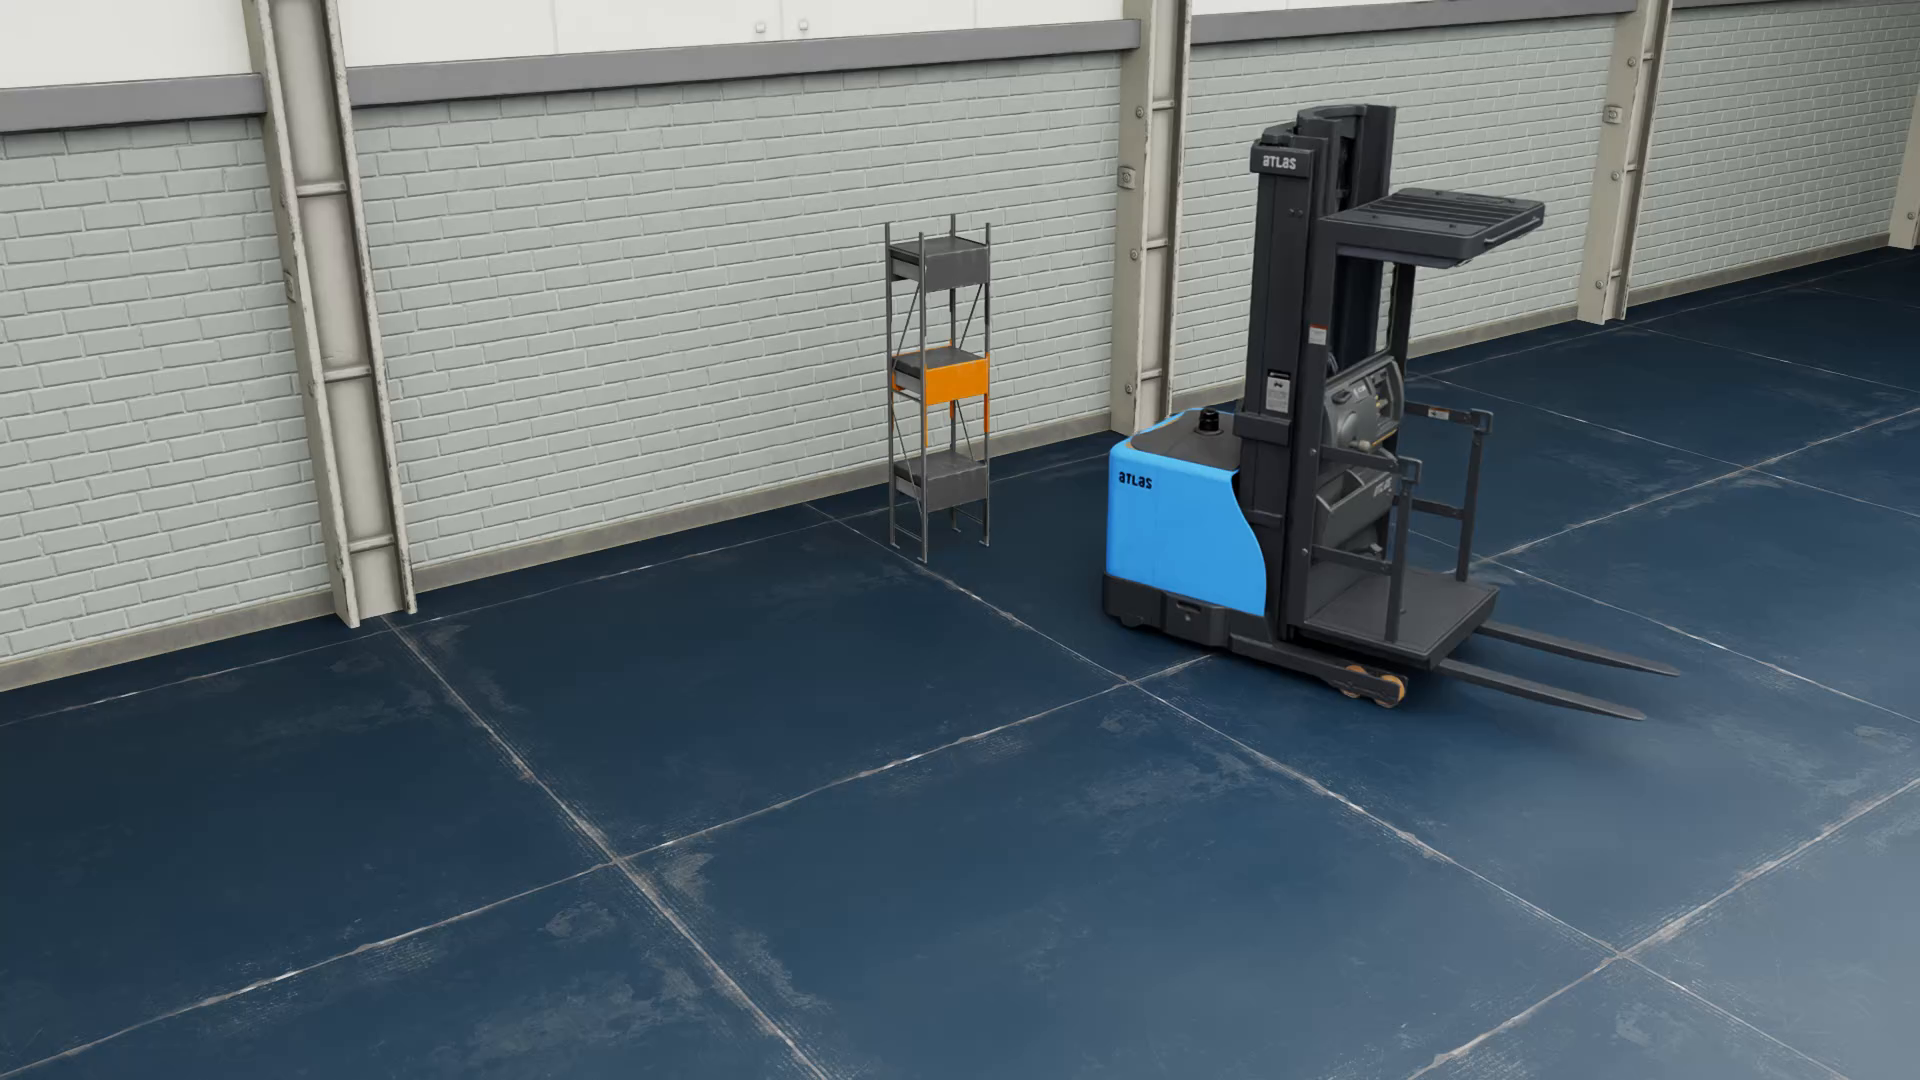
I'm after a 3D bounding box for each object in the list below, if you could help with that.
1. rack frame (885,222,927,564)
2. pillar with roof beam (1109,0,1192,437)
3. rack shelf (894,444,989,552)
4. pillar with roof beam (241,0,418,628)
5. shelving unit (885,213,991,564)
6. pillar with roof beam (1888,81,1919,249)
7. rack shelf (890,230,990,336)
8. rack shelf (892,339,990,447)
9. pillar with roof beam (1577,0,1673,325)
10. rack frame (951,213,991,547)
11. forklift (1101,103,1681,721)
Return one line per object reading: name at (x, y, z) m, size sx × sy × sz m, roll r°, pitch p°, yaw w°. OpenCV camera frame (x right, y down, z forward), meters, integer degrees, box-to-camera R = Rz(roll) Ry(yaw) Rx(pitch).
rack frame at (-0.332, -0.887, 10.285) m, size 0.015 × 2.100 × 0.400 m, roll -15°, pitch 26°, yaw -33°
pillar with roof beam at (3.930, -3.761, 8.180) m, size 0.400 × 9.000 × 9.100 m, roll -15°, pitch 26°, yaw -33°
rack shelf at (-0.134, -0.277, 10.682) m, size 0.480 × 0.518 × 0.431 m, roll -15°, pitch 26°, yaw -33°
pillar with roof beam at (-0.940, -2.462, 4.925) m, size 0.400 × 9.000 × 9.100 m, roll -15°, pitch 26°, yaw -33°
shelving unit at (-0.134, -0.939, 10.417) m, size 0.503 × 2.100 × 0.431 m, roll -15°, pitch 26°, yaw -33°
pillar with roof beam at (13.671, -6.358, 14.689) m, size 0.400 × 9.000 × 9.100 m, roll -15°, pitch 26°, yaw -33°
rack shelf at (-0.134, -1.577, 10.163) m, size 0.480 × 0.518 × 0.431 m, roll -15°, pitch 26°, yaw -33°
rack shelf at (-0.134, -0.927, 10.422) m, size 0.480 × 0.518 × 0.431 m, roll -15°, pitch 26°, yaw -33°
pillar with roof beam at (8.801, -5.060, 11.435) m, size 0.400 × 9.000 × 9.100 m, roll -15°, pitch 26°, yaw -33°
rack frame at (0.064, -0.992, 10.550) m, size 0.015 × 2.100 × 0.400 m, roll -15°, pitch 26°, yaw -33°
forklift at (2.312, -0.709, 8.718) m, size 3.031 × 2.935 × 1.130 m, roll 15°, pitch 26°, yaw 34°
